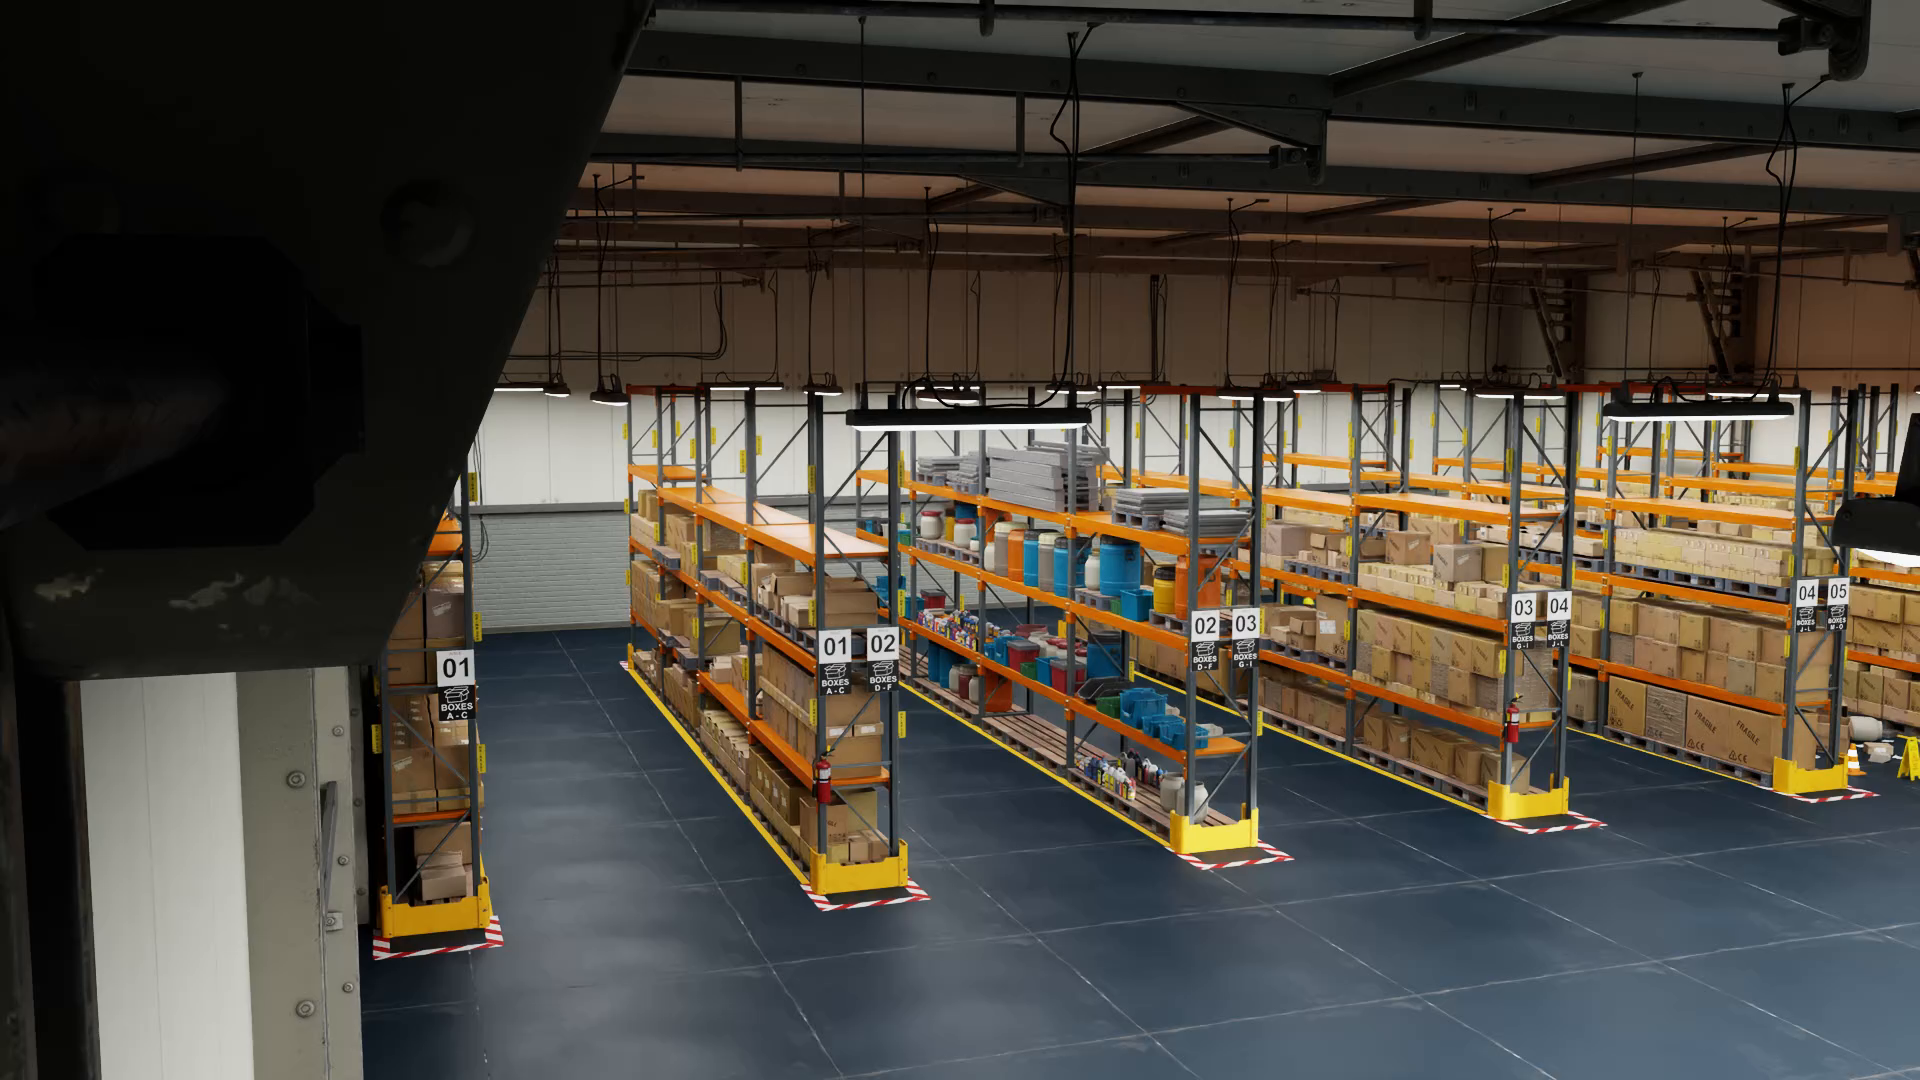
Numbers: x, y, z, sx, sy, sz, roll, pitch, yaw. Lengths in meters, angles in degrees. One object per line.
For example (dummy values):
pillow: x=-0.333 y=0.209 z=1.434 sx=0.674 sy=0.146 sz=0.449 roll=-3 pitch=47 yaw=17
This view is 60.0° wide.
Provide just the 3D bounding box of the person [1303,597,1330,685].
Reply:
person: x=7.002 y=2.010 z=33.276 sx=0.616 sy=1.716 sz=0.967 roll=-1 pitch=6 yaw=-14
